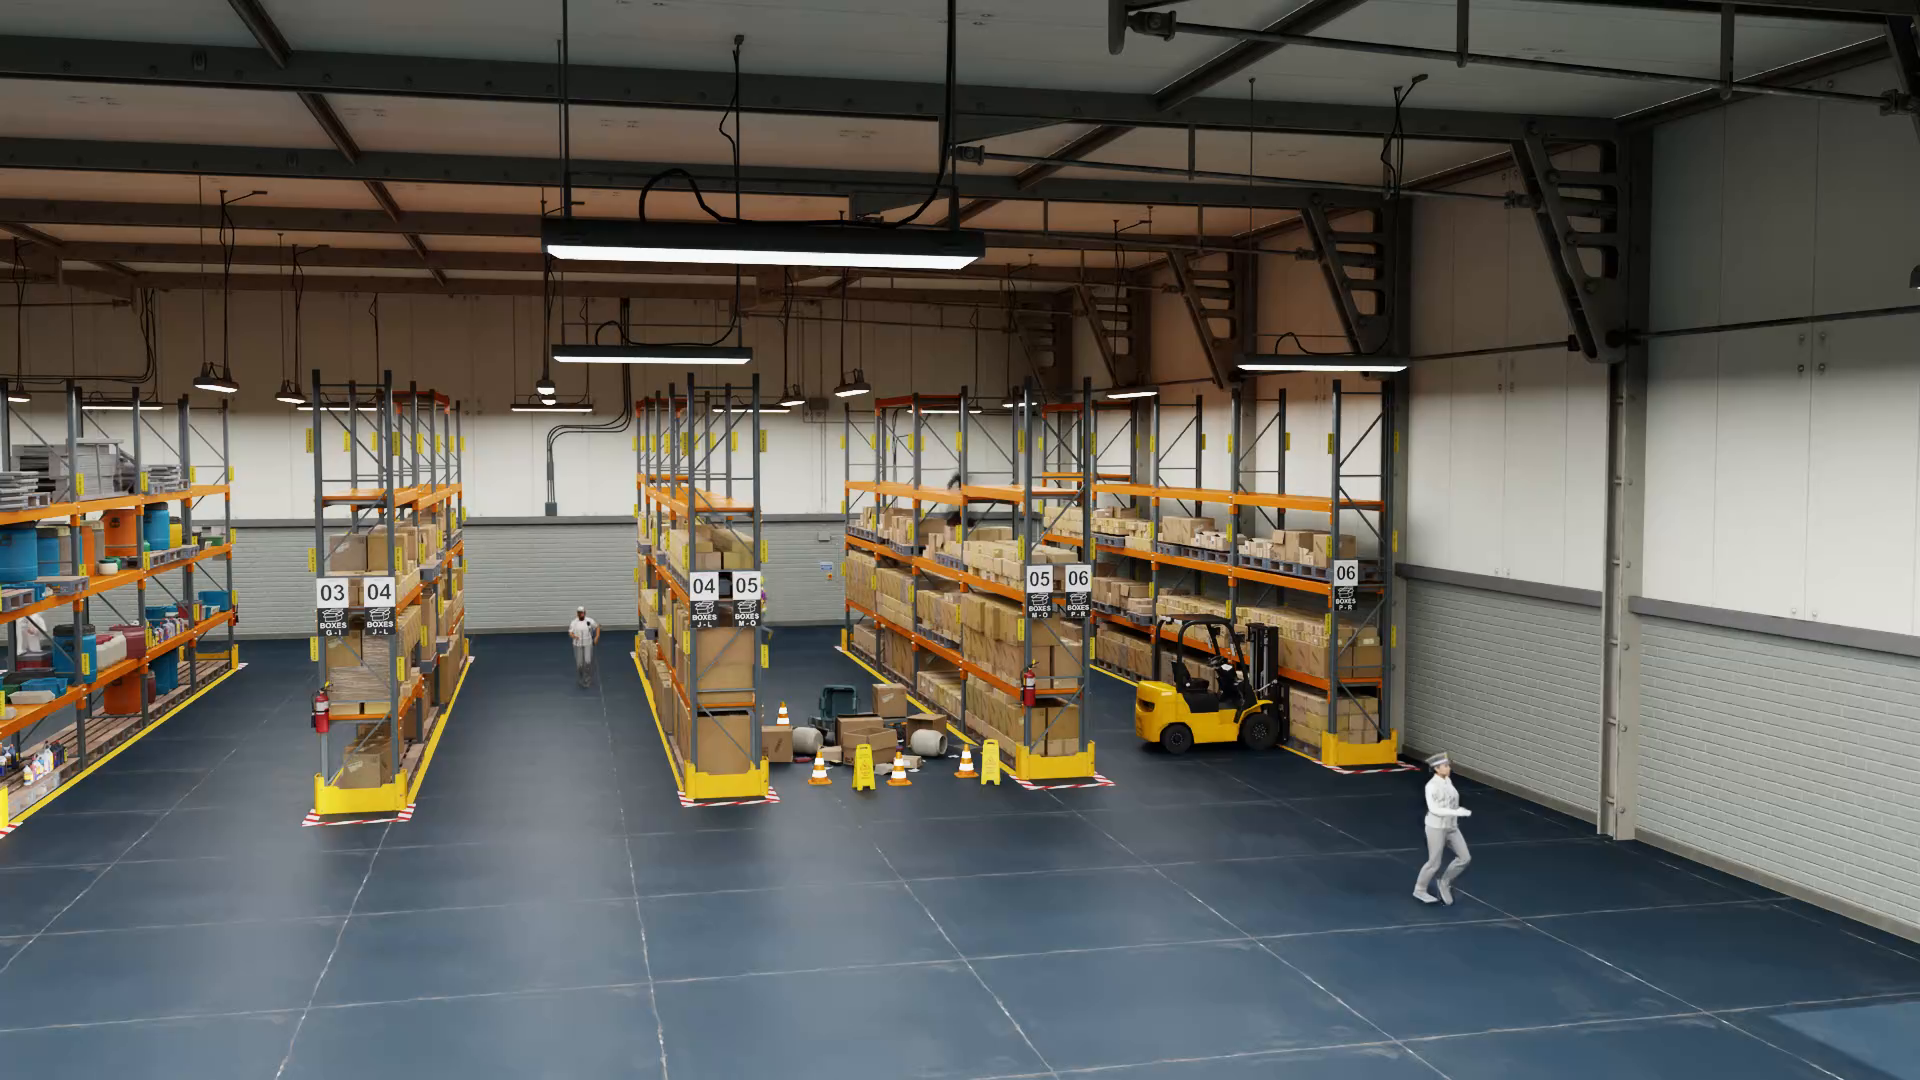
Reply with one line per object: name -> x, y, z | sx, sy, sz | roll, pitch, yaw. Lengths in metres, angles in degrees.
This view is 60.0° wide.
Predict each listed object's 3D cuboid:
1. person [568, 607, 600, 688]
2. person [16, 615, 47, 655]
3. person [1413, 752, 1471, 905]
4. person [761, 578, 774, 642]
person -> -7.777, 2.216, 34.346 | 0.597, 1.686, 0.706 | 0, 3, -6
person -> -18.944, 2.154, 33.772 | 0.715, 1.754, 1.035 | -1, 4, -20
person -> 5.229, 3.120, 17.959 | 0.583, 1.680, 0.661 | -3, 4, -42
person -> -4.896, 1.778, 41.040 | 0.662, 1.741, 0.683 | -1, 3, -14
